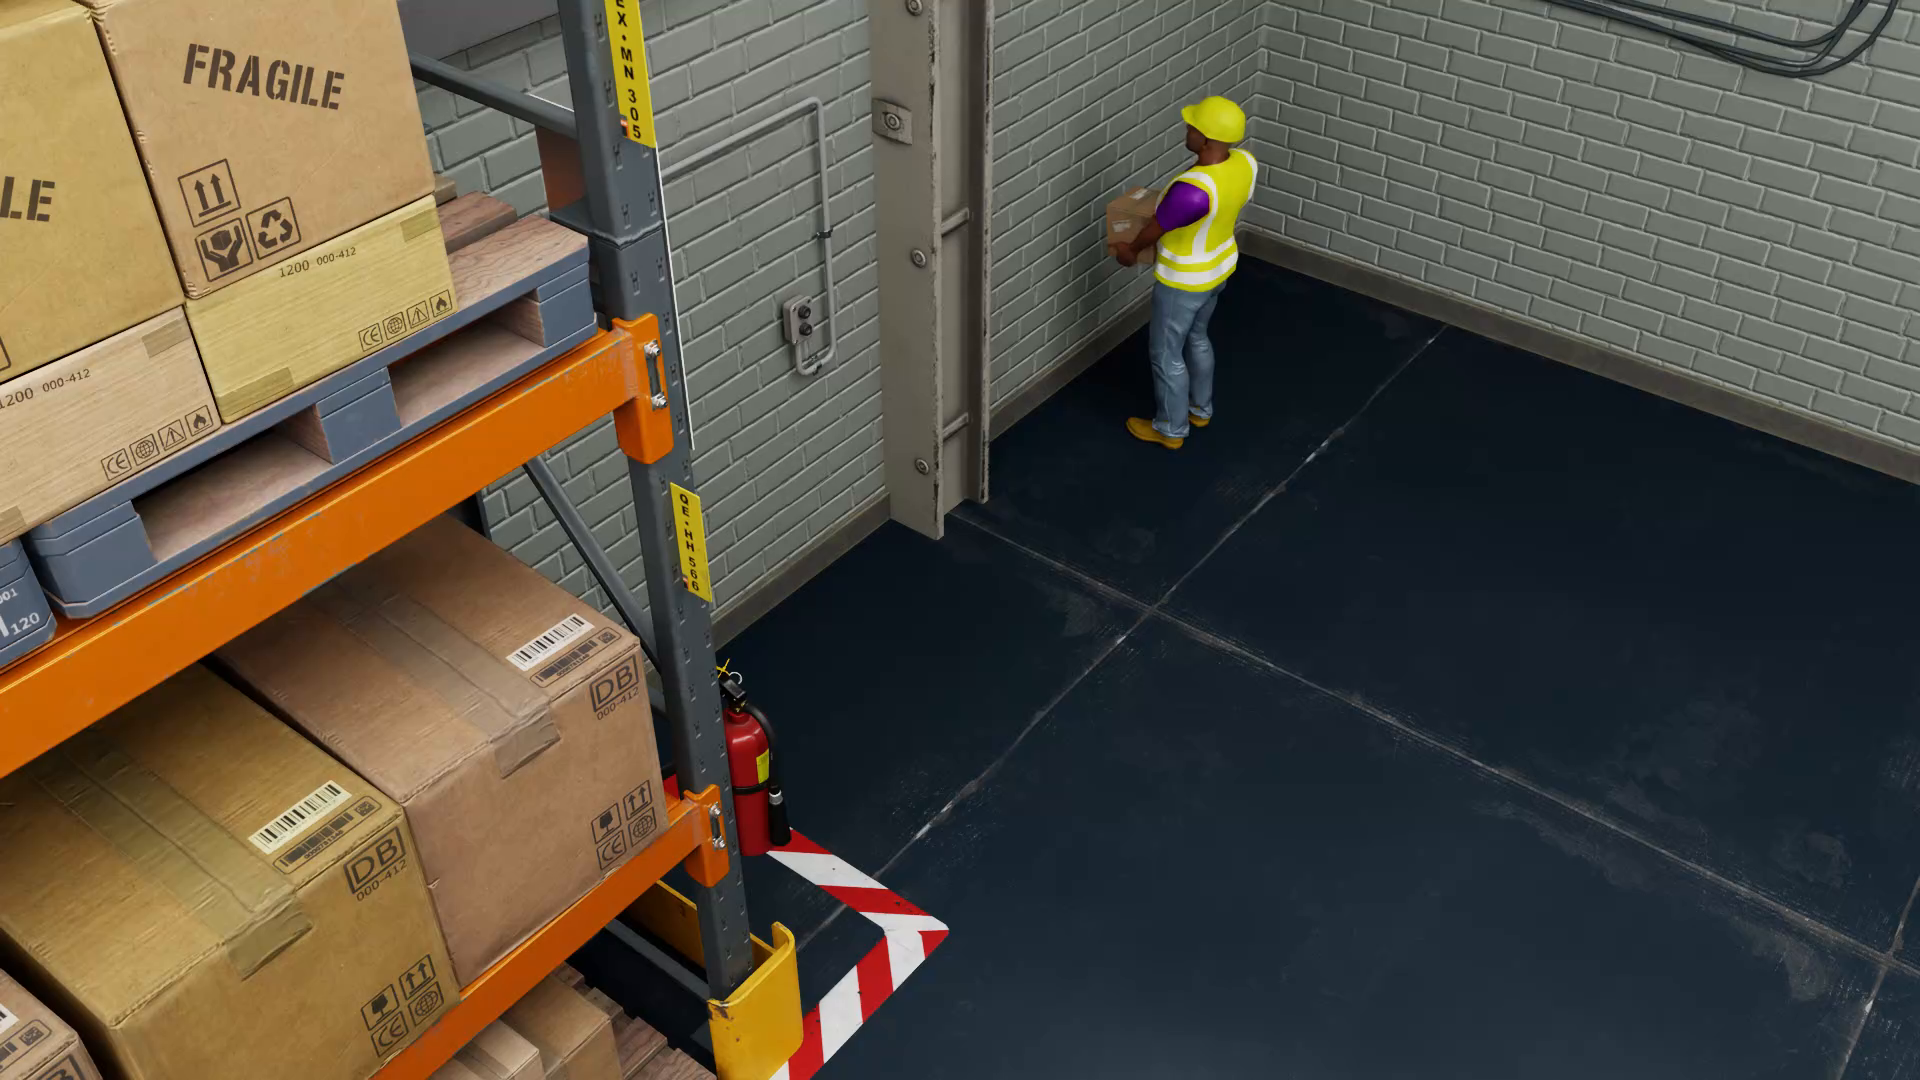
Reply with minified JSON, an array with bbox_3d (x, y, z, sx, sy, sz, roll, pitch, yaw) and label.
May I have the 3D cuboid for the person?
[{"bbox_3d":[0.988,-1.262,7.719,0.587,1.758,0.503,26,45,29],"label":"person"}]
